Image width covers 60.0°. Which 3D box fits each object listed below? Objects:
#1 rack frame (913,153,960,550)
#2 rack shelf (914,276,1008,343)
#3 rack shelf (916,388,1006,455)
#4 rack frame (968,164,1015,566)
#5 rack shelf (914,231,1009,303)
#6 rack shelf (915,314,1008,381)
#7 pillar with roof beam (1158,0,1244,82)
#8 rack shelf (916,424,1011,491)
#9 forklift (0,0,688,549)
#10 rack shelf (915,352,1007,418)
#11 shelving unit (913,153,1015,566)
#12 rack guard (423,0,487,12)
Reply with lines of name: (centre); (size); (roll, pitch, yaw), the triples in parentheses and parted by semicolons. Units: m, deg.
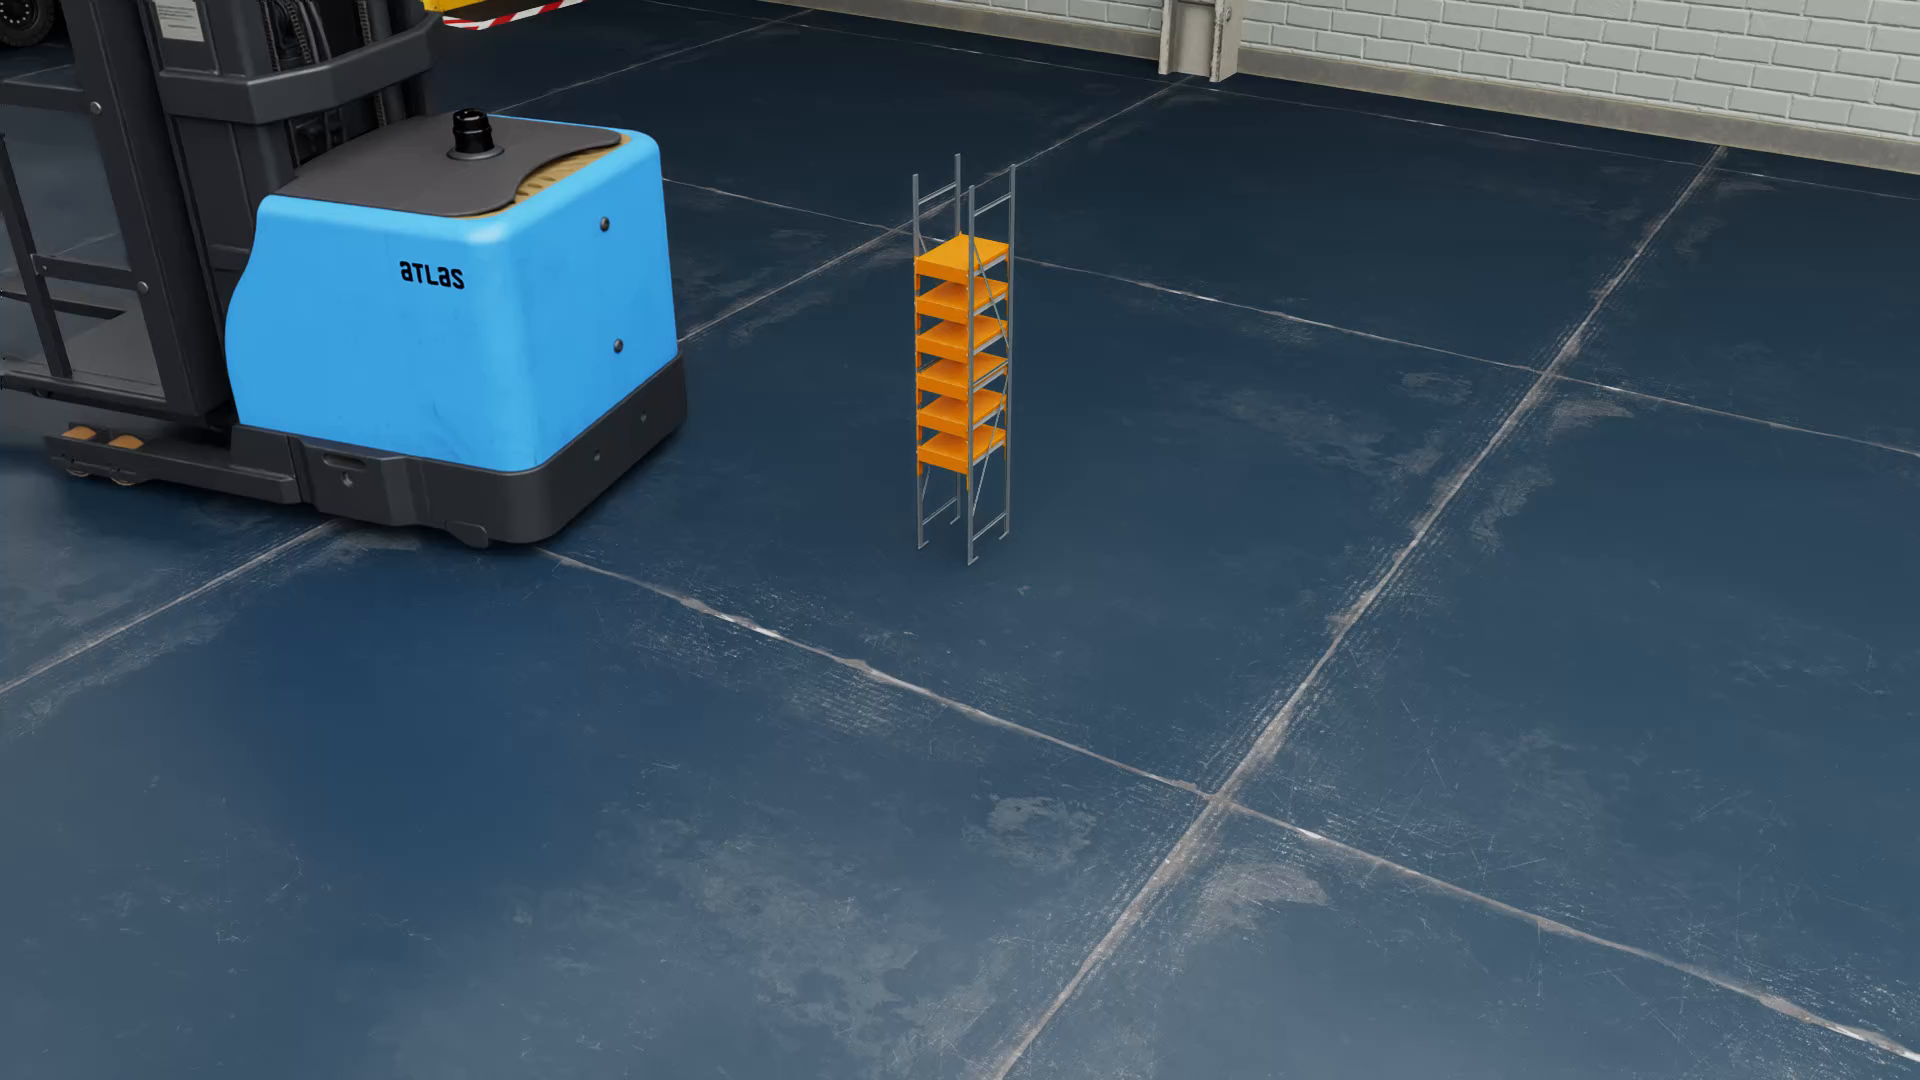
rack frame: (-0.065, -0.539, 4.983); (0.006, 1.200, 0.240); (18, 35, 27)
rack shelf: (0.012, -0.683, 4.842); (0.180, 0.103, 0.258); (18, 35, 27)
rack shelf: (0.012, -0.372, 5.024); (0.180, 0.103, 0.258); (18, 35, 27)
rack frame: (0.090, -0.490, 4.899); (0.006, 1.200, 0.240); (18, 35, 27)
rack shelf: (0.012, -0.787, 4.782); (0.180, 0.103, 0.258); (18, 35, 27)
rack shelf: (0.012, -0.580, 4.903); (0.180, 0.103, 0.258); (18, 35, 27)
pillar with roof beam: (-0.836, -4.903, 4.724); (0.400, 9.000, 9.100); (18, 35, 27)
rack shelf: (0.012, -0.269, 5.084); (0.180, 0.103, 0.258); (18, 35, 27)
forklift: (-2.531, -1.684, 5.228); (3.031, 2.935, 1.130); (10, 32, 17)
rack shelf: (0.012, -0.476, 4.963); (0.180, 0.103, 0.258); (18, 35, 27)
shelving unit: (0.012, -0.514, 4.941); (0.189, 1.200, 0.258); (18, 35, 27)
rack guard: (-3.498, -4.099, 11.780); (0.348, 0.500, 1.175); (18, 35, 27)
